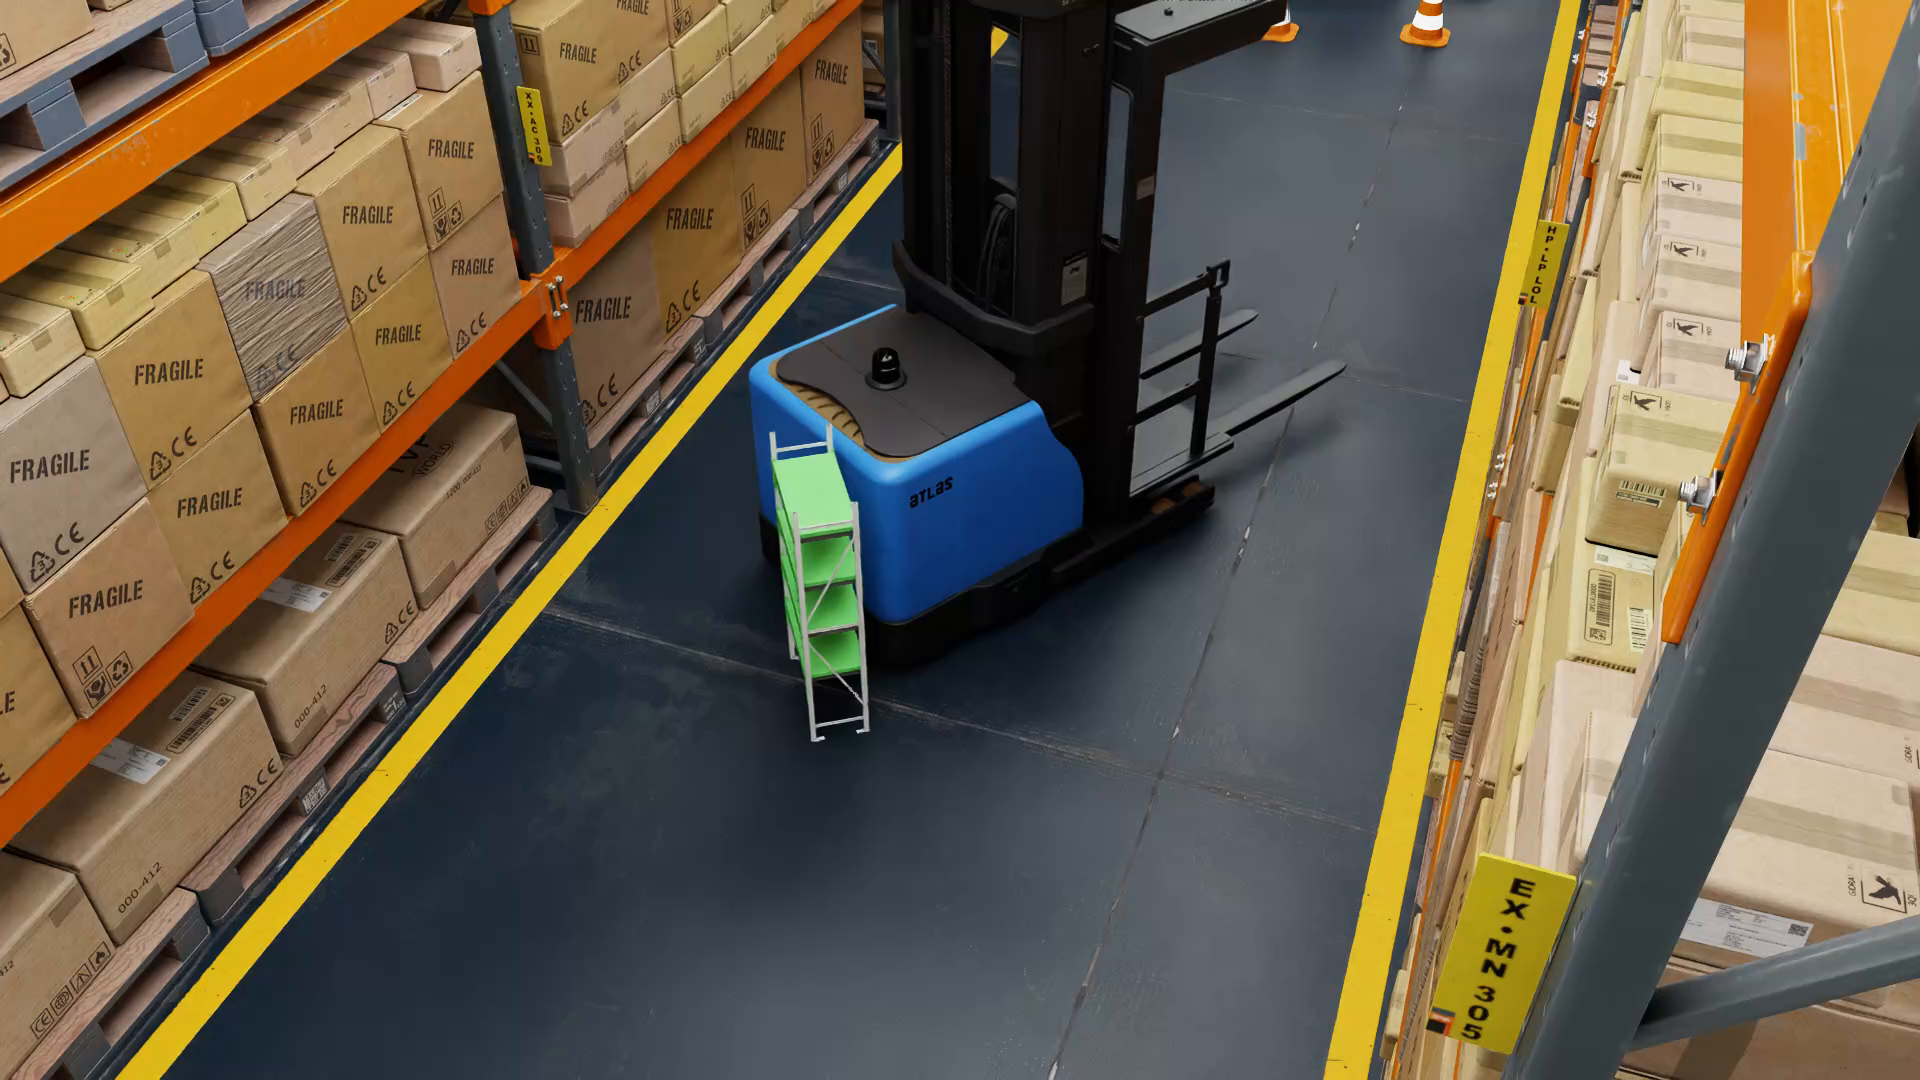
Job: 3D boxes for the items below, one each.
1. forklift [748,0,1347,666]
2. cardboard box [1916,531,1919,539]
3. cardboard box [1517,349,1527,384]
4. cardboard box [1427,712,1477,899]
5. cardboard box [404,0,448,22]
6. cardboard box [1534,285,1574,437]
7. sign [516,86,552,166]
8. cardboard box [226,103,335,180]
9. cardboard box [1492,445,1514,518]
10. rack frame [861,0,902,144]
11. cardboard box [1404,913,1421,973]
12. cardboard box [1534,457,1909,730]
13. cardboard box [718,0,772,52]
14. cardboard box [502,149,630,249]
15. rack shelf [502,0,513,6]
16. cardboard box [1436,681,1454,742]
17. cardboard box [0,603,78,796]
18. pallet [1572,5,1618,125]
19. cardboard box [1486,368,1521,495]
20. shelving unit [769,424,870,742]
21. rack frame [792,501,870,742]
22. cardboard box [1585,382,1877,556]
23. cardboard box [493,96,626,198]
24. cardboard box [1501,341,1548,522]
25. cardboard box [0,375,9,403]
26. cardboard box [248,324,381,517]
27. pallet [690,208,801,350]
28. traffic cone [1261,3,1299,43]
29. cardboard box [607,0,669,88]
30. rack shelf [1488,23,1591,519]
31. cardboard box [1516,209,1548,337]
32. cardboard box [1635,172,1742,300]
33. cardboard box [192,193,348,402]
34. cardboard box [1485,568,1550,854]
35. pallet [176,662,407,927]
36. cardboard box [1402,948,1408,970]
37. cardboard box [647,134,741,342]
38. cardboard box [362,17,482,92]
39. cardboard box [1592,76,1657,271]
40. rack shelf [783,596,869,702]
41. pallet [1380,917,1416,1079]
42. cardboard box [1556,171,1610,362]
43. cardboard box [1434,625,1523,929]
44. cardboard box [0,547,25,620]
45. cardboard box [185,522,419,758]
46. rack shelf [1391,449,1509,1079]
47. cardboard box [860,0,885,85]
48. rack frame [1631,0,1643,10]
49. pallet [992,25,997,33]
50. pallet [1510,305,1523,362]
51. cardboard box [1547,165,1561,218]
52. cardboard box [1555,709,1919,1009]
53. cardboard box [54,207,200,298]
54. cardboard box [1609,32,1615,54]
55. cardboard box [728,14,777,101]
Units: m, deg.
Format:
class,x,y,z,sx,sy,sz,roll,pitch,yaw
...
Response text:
class,x,y,z,sx,sy,sz,roll,pitch,yaw
forklift,0.568,-1.385,7.068,3.031,2.935,1.130,-28,48,-29
cardboard box,1.684,0.277,2.487,0.500,0.250,0.500,13,42,15
cardboard box,2.686,-0.675,7.208,0.500,0.250,0.500,15,43,17
cardboard box,1.550,0.671,4.300,0.500,0.500,0.500,15,43,17
cardboard box,-2.289,-2.144,7.058,0.500,0.500,0.500,15,43,16
cardboard box,1.934,-0.351,4.727,0.500,0.500,0.500,12,42,14
sign,-1.684,-1.634,6.580,0.100,0.325,0.005,13,42,15
cardboard box,-2.369,-1.359,5.638,0.380,0.149,0.250,13,42,15
cardboard box,2.076,-0.164,5.779,0.380,0.149,0.250,15,43,17
rack frame,-0.838,-3.837,9.890,1.000,3.000,0.127,13,42,15
cardboard box,1.647,1.399,5.397,0.380,0.149,0.250,13,42,15
cardboard box,1.204,0.156,2.629,0.500,0.250,0.500,12,42,14
cardboard box,-1.270,-2.671,8.254,0.500,0.250,0.500,12,42,14
cardboard box,-1.807,-1.550,7.325,0.500,0.250,0.500,12,42,14
rack shelf,-1.522,-3.484,7.720,1.077,0.370,4.000,13,42,15
cardboard box,2.054,0.715,6.427,0.380,0.149,0.250,12,42,13
cardboard box,-2.993,0.461,4.775,0.500,0.500,0.500,13,42,14
pallet,3.704,-2.268,8.199,1.213,0.211,1.003,13,42,15
cardboard box,2.672,-0.389,7.451,0.500,0.500,0.500,12,42,14
shelving unit,-0.547,0.187,6.560,0.258,1.200,0.503,-10,41,-11
rack frame,-0.486,0.340,6.380,0.240,1.200,0.015,-10,41,-11
cardboard box,1.202,-0.085,2.604,0.380,0.149,0.250,14,42,16
cardboard box,-1.791,-1.736,7.158,0.500,0.250,0.500,12,42,14
cardboard box,2.074,-0.265,5.397,0.500,0.500,0.500,13,42,14
cardboard box,-2.860,-0.423,4.541,0.380,0.149,0.250,14,42,16
cardboard box,-2.453,-0.471,5.867,0.500,0.500,0.500,13,42,14
pallet,-1.597,-1.570,9.381,1.003,0.211,1.213,13,42,15
traffic cone,2.262,-3.845,11.854,0.336,0.463,0.334,13,42,15
cardboard box,-1.637,-2.336,7.284,0.500,0.500,0.500,13,42,15
rack shelf,3.164,-1.306,7.478,1.077,0.370,4.000,13,42,15
cardboard box,3.198,-1.326,8.549,0.500,0.500,0.500,14,42,16
cardboard box,1.497,-0.548,3.147,0.380,0.149,0.250,12,42,14
cardboard box,-2.454,-0.846,5.537,0.500,0.500,0.500,14,42,16
cardboard box,1.187,0.347,2.791,0.500,0.250,0.500,13,42,15
pallet,-2.955,0.857,6.537,1.003,0.211,1.213,13,42,15
cardboard box,1.648,1.516,5.489,0.380,0.149,0.250,12,42,14
cardboard box,-1.768,-1.697,8.695,0.875,0.875,0.875,14,43,16
cardboard box,-2.012,-1.804,6.160,0.380,0.149,0.250,12,42,14
cardboard box,1.730,-0.787,3.735,0.500,0.250,0.500,14,42,16
rack shelf,-0.547,0.418,6.757,0.258,0.148,0.480,-10,41,-11
pallet,1.868,1.865,5.355,1.003,0.211,1.213,13,42,15
cardboard box,1.715,-0.600,3.900,0.500,0.250,0.500,15,43,17
cardboard box,1.378,0.586,3.630,0.500,0.500,0.500,15,43,17
cardboard box,-2.972,0.078,4.454,0.500,0.500,0.500,12,42,14
cardboard box,-2.827,0.323,6.664,0.875,0.438,0.875,12,42,14
rack shelf,1.796,1.133,4.618,1.077,0.370,4.000,13,42,15
cardboard box,-0.636,-3.339,11.007,0.950,0.372,0.625,11,42,12
rack frame,2.480,-2.642,3.867,1.000,3.000,0.127,13,42,15
pallet,-0.151,-3.994,12.222,1.003,0.211,1.213,13,42,15
pallet,3.579,-1.263,9.021,1.003,0.211,1.213,13,42,15
cardboard box,3.211,-1.618,8.313,0.500,0.250,0.500,13,42,15
cardboard box,0.950,0.386,2.053,0.380,0.149,0.250,13,42,15
cardboard box,-2.579,-0.885,5.082,0.380,0.149,0.250,13,42,15
cardboard box,3.413,-2.472,8.160,0.380,0.149,0.250,15,43,17
cardboard box,-1.262,-2.478,8.412,0.500,0.250,0.500,13,42,14
